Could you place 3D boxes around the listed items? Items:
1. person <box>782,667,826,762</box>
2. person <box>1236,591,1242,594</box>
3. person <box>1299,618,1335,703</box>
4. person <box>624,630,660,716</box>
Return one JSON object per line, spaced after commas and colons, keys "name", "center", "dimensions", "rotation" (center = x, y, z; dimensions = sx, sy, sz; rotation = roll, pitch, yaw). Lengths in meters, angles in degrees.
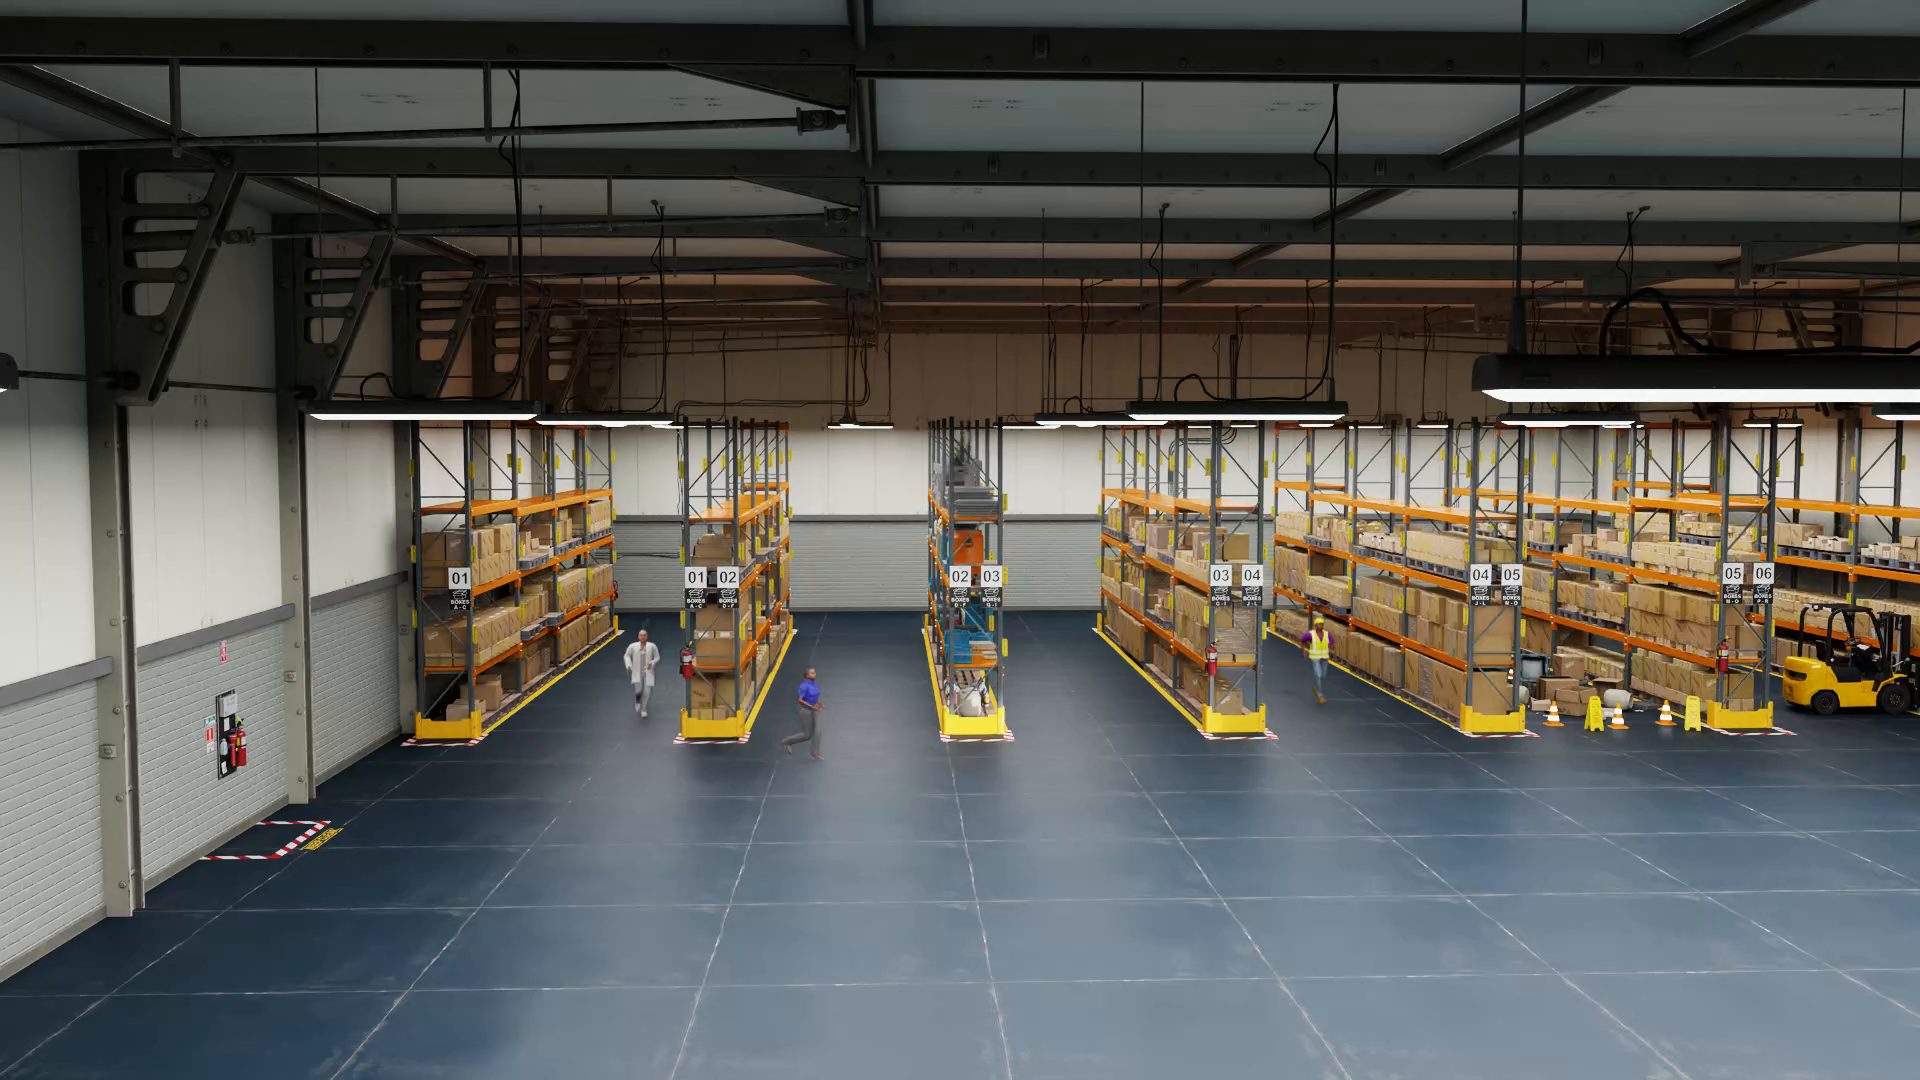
{"name": "person", "center": [-2.676, 3.031, 28.991], "dimensions": [0.781, 1.651, 0.587], "rotation": [2, 4, 24]}
{"name": "person", "center": [7.776, 1.826, 46.454], "dimensions": [0.670, 1.746, 0.600], "rotation": [0, 4, 0]}
{"name": "person", "center": [7.600, 2.516, 35.191], "dimensions": [0.701, 1.750, 0.990], "rotation": [-1, 4, -11]}
{"name": "person", "center": [-6.363, 2.681, 33.334], "dimensions": [0.701, 1.732, 0.628], "rotation": [-1, 4, -13]}
